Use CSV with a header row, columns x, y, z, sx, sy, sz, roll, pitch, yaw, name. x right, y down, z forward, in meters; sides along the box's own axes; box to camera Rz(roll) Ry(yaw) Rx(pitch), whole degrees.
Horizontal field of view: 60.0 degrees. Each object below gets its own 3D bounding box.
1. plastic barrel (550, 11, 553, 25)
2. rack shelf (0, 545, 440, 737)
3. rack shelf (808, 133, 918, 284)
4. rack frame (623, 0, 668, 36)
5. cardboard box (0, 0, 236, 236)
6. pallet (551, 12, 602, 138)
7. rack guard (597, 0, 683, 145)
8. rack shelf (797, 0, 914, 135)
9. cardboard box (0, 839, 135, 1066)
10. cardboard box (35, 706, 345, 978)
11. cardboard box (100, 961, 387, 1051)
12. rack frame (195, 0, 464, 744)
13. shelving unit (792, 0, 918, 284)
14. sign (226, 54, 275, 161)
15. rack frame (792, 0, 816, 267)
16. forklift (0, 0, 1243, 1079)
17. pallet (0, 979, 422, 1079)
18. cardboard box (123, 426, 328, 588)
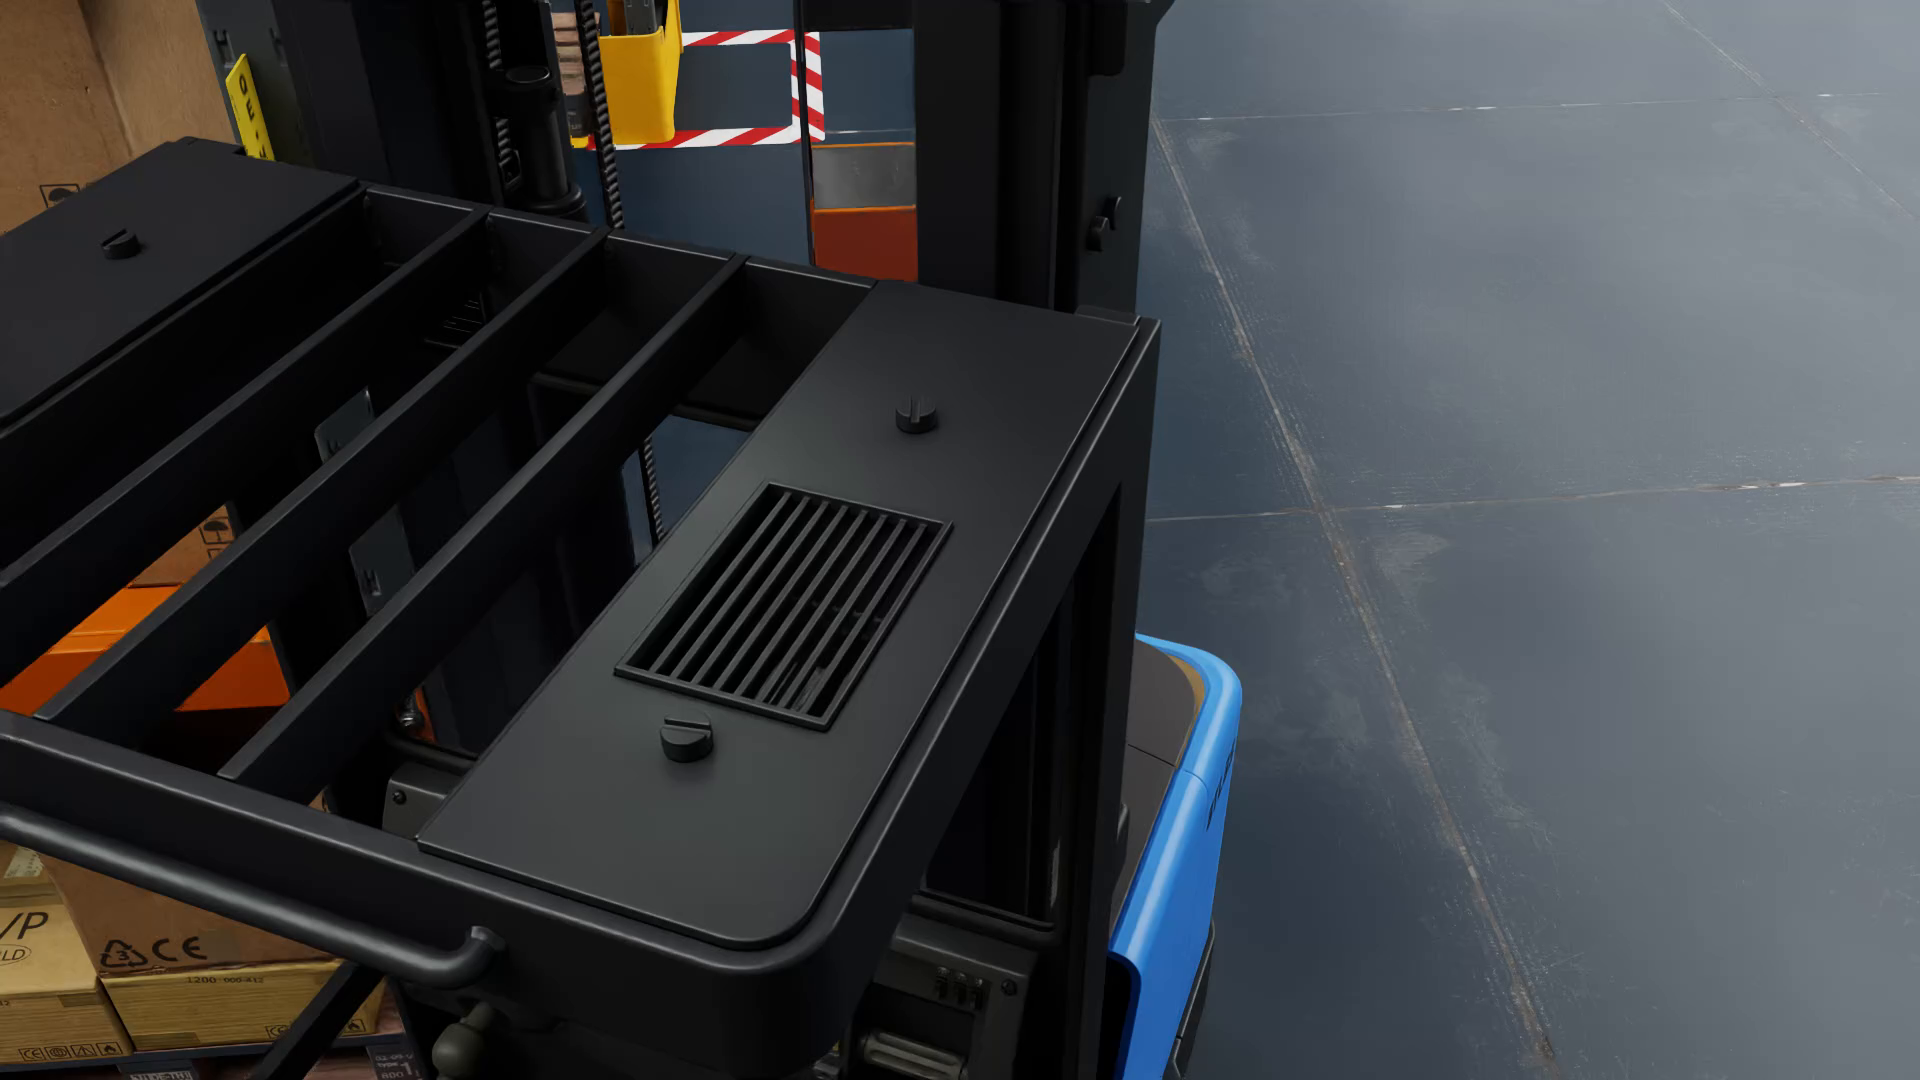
x,y,z,sx,sy,sz,roll,pitch,yaw,name
-2.099,-2.465,7.621,0.421,0.512,0.421,0,38,0,plastic barrel
-3.008,0.089,3.297,4.000,0.370,1.077,-3,38,-4,rack shelf
-0.165,-0.805,4.597,0.480,0.518,0.431,-3,38,-4,rack shelf
-1.451,-3.360,7.086,0.127,3.000,1.000,-3,38,-4,rack frame
-1.534,-0.831,2.754,0.500,0.500,0.700,-3,38,-4,cardboard box
-2.332,-2.190,7.856,1.213,0.211,1.003,-3,38,-4,pallet
-1.522,-2.345,7.819,0.348,0.500,1.175,-3,38,-4,rack guard
-0.165,-1.354,4.163,0.480,0.518,0.431,-3,38,-4,rack shelf
-2.021,0.858,3.622,0.500,0.250,0.500,-3,38,-4,cardboard box
-1.523,0.530,3.432,0.500,0.500,0.500,-3,38,-4,cardboard box
-1.524,0.823,3.666,0.500,0.250,0.500,-3,38,-4,cardboard box
-1.016,-0.303,3.213,0.127,3.000,1.000,-3,38,-4,rack frame
-0.165,-0.815,4.588,0.503,2.100,0.431,-3,38,-4,shelving unit
-0.981,-0.515,2.355,0.005,0.325,0.100,-3,38,-4,sign
-0.408,-0.802,4.571,0.015,2.100,0.400,-3,38,-4,rack frame
-0.434,0.667,2.038,1.130,2.935,3.031,13,40,16,forklift
-1.774,0.859,3.991,1.213,0.211,1.003,-3,38,-4,pallet
-1.482,-0.325,3.159,0.500,0.500,0.700,-3,38,-4,cardboard box
